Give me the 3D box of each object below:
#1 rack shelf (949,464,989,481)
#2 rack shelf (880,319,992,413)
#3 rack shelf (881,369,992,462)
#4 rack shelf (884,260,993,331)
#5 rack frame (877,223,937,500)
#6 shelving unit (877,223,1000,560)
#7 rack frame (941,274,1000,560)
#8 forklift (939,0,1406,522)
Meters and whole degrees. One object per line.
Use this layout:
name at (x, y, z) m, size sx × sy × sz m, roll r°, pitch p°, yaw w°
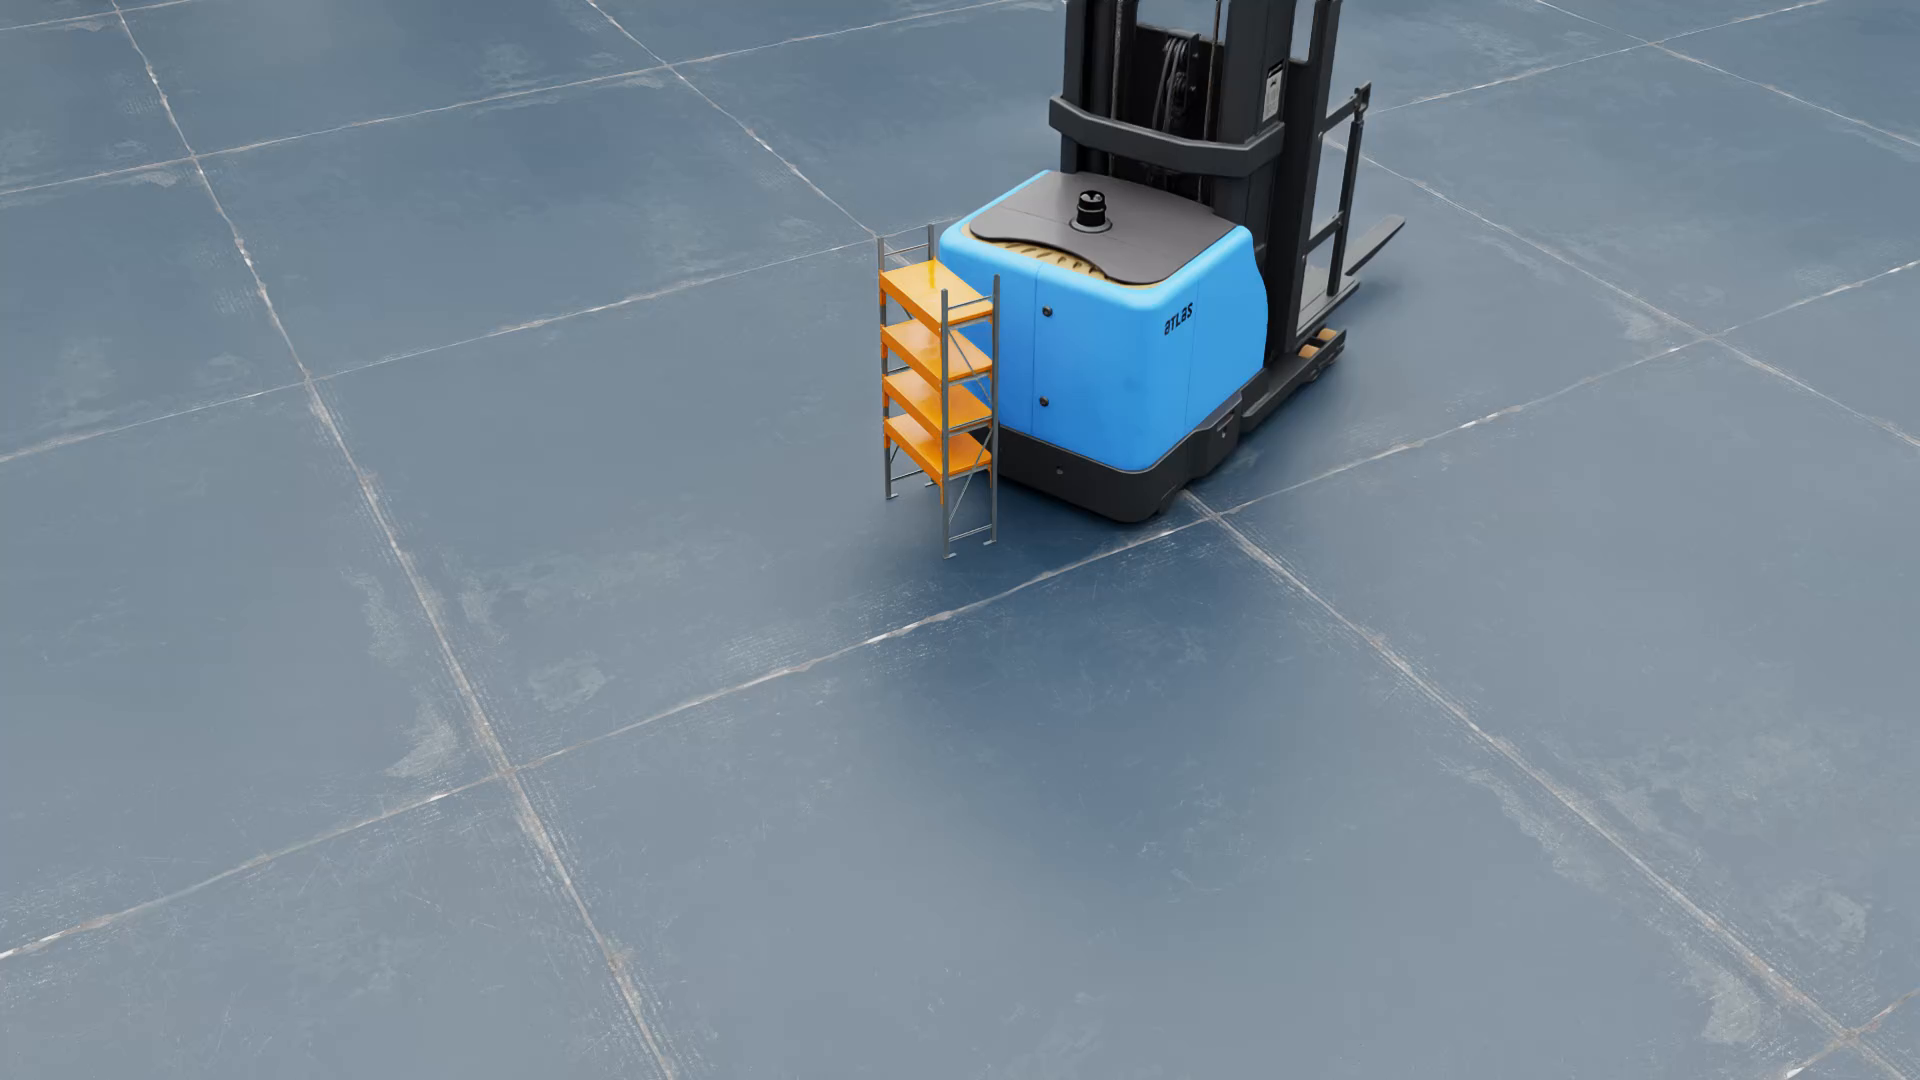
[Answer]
rack shelf at (-0.083, -0.377, 6.652) m, size 0.199 × 0.029 × 0.442 m, roll -19°, pitch 40°, yaw -24°
rack shelf at (-0.083, -0.695, 6.419) m, size 0.258 × 0.148 × 0.480 m, roll -19°, pitch 40°, yaw -24°
rack shelf at (-0.083, -0.515, 6.551) m, size 0.258 × 0.148 × 0.480 m, roll -19°, pitch 40°, yaw -24°
rack shelf at (-0.083, -0.918, 6.257) m, size 0.221 × 0.050 × 0.457 m, roll -19°, pitch 40°, yaw -24°
rack frame at (-0.206, -0.693, 6.682) m, size 0.240 × 1.200 × 0.015 m, roll -19°, pitch 40°, yaw -24°
shelving unit at (-0.083, -0.569, 6.512) m, size 0.258 × 1.200 × 0.503 m, roll -19°, pitch 40°, yaw -24°
rack frame at (0.039, -0.445, 6.341) m, size 0.240 × 1.200 × 0.015 m, roll -19°, pitch 40°, yaw -24°
forklift at (1.170, -2.077, 7.109) m, size 1.130 × 2.935 × 3.031 m, roll 23°, pitch 42°, yaw 28°
